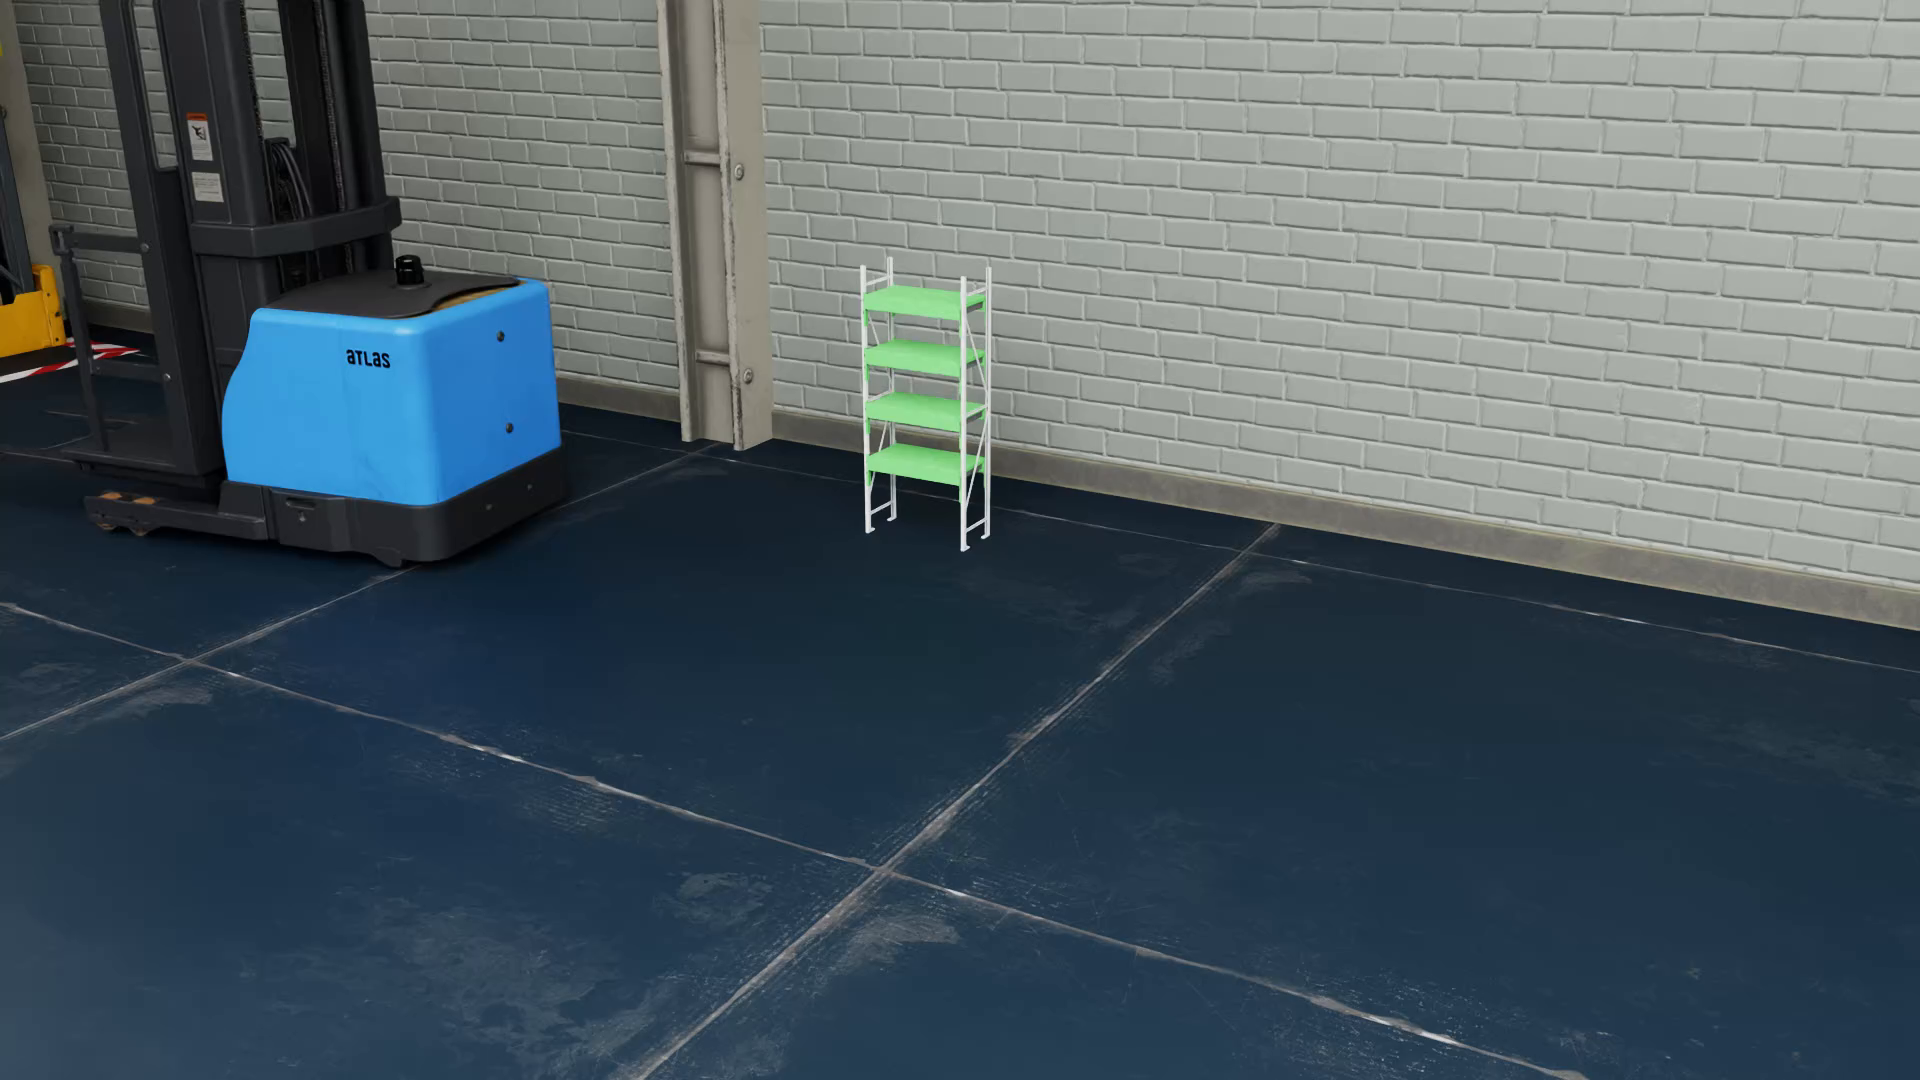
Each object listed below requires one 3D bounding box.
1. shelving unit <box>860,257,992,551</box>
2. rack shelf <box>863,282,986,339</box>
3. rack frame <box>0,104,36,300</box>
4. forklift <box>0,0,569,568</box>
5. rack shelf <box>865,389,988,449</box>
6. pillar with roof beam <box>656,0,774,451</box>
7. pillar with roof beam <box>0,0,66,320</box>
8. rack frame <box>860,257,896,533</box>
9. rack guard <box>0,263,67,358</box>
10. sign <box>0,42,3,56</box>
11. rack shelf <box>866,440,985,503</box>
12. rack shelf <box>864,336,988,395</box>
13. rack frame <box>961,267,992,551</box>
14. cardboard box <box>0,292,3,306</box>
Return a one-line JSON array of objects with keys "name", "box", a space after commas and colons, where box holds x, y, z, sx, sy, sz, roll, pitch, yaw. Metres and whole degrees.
[{"name": "shelving unit", "box": [-0.145, -0.592, 7.236, 0.503, 1.200, 0.258, 11, 23, 27]}, {"name": "rack shelf", "box": [-0.145, -0.983, 7.094, 0.480, 0.148, 0.258, 11, 23, 27]}, {"name": "rack frame", "box": [-6.301, -2.565, 10.037, 0.127, 3.000, 1.000, 11, 23, 27]}, {"name": "forklift", "box": [-3.392, -1.560, 7.366, 3.031, 2.935, 1.130, 7, 21, 19]}, {"name": "rack shelf", "box": [-0.145, -0.531, 7.258, 0.480, 0.148, 0.258, 11, 23, 27]}, {"name": "pillar with roof beam", "box": [-3.331, -3.490, 3.789, 0.400, 9.000, 9.100, 11, 23, 27]}, {"name": "pillar with roof beam", "box": [-8.569, -4.488, 6.540, 0.400, 9.000, 9.100, 11, 23, 27]}, {"name": "rack frame", "box": [-0.358, -0.632, 7.348, 0.015, 1.200, 0.240, 11, 23, 27]}, {"name": "rack guard", "box": [-6.280, -1.386, 10.452, 0.348, 0.500, 1.175, 11, 23, 27]}, {"name": "sign", "box": [-6.025, -3.173, 10.329, 0.005, 0.325, 0.100, 11, 23, 27]}, {"name": "rack shelf", "box": [-0.145, -0.306, 7.340, 0.480, 0.148, 0.258, 11, 23, 27]}, {"name": "rack shelf", "box": [-0.145, -0.757, 7.176, 0.480, 0.148, 0.258, 11, 23, 27]}, {"name": "rack frame", "box": [0.068, -0.551, 7.124, 0.015, 1.200, 0.240, 11, 23, 27]}, {"name": "cardboard box", "box": [-6.635, -1.610, 10.820, 0.500, 0.250, 0.500, 11, 23, 28]}]
